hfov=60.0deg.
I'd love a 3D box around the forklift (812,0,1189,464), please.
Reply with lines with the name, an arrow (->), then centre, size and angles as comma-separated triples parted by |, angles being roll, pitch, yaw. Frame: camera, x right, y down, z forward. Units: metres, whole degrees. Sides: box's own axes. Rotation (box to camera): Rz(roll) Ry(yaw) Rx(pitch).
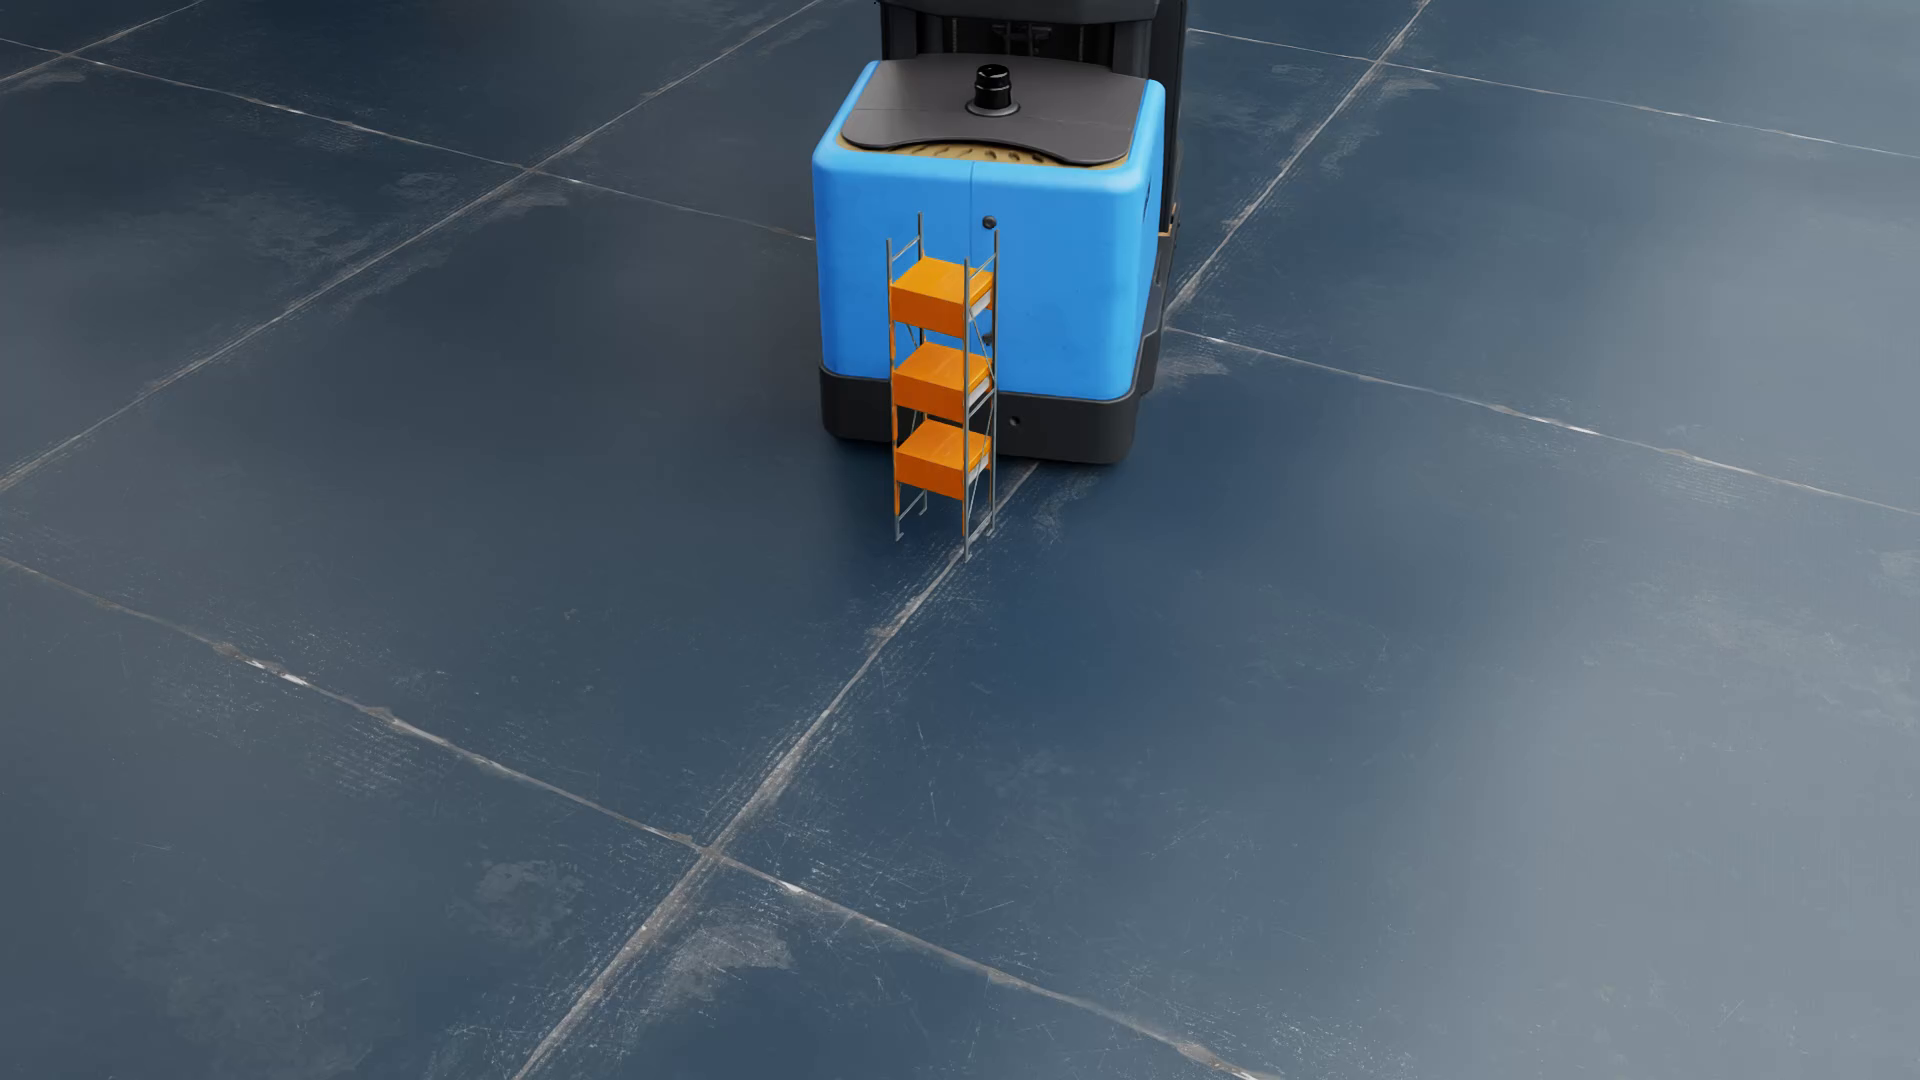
forklift -> 0.305, -2.305, 5.862 | 1.130, 2.935, 3.031 | 6, 38, 8

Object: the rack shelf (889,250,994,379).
rack shelf -> -0.048, -0.651, 4.787 | 0.240, 0.259, 0.215 | 17, 41, 21

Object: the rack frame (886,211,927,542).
rack frame -> -0.156, -0.467, 4.997 | 0.008, 1.050, 0.200 | 17, 41, 21

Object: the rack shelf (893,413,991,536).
rack shelf -> -0.048, -0.203, 5.127 | 0.240, 0.259, 0.215 | 17, 41, 21

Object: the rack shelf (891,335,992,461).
rack shelf -> -0.048, -0.425, 4.959 | 0.240, 0.259, 0.215 | 17, 41, 21

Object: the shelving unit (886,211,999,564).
shelving unit -> -0.048, -0.433, 4.952 | 0.252, 1.050, 0.215 | 17, 41, 21

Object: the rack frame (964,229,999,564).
rack frame -> 0.061, -0.399, 4.907 | 0.008, 1.050, 0.200 | 17, 41, 21
